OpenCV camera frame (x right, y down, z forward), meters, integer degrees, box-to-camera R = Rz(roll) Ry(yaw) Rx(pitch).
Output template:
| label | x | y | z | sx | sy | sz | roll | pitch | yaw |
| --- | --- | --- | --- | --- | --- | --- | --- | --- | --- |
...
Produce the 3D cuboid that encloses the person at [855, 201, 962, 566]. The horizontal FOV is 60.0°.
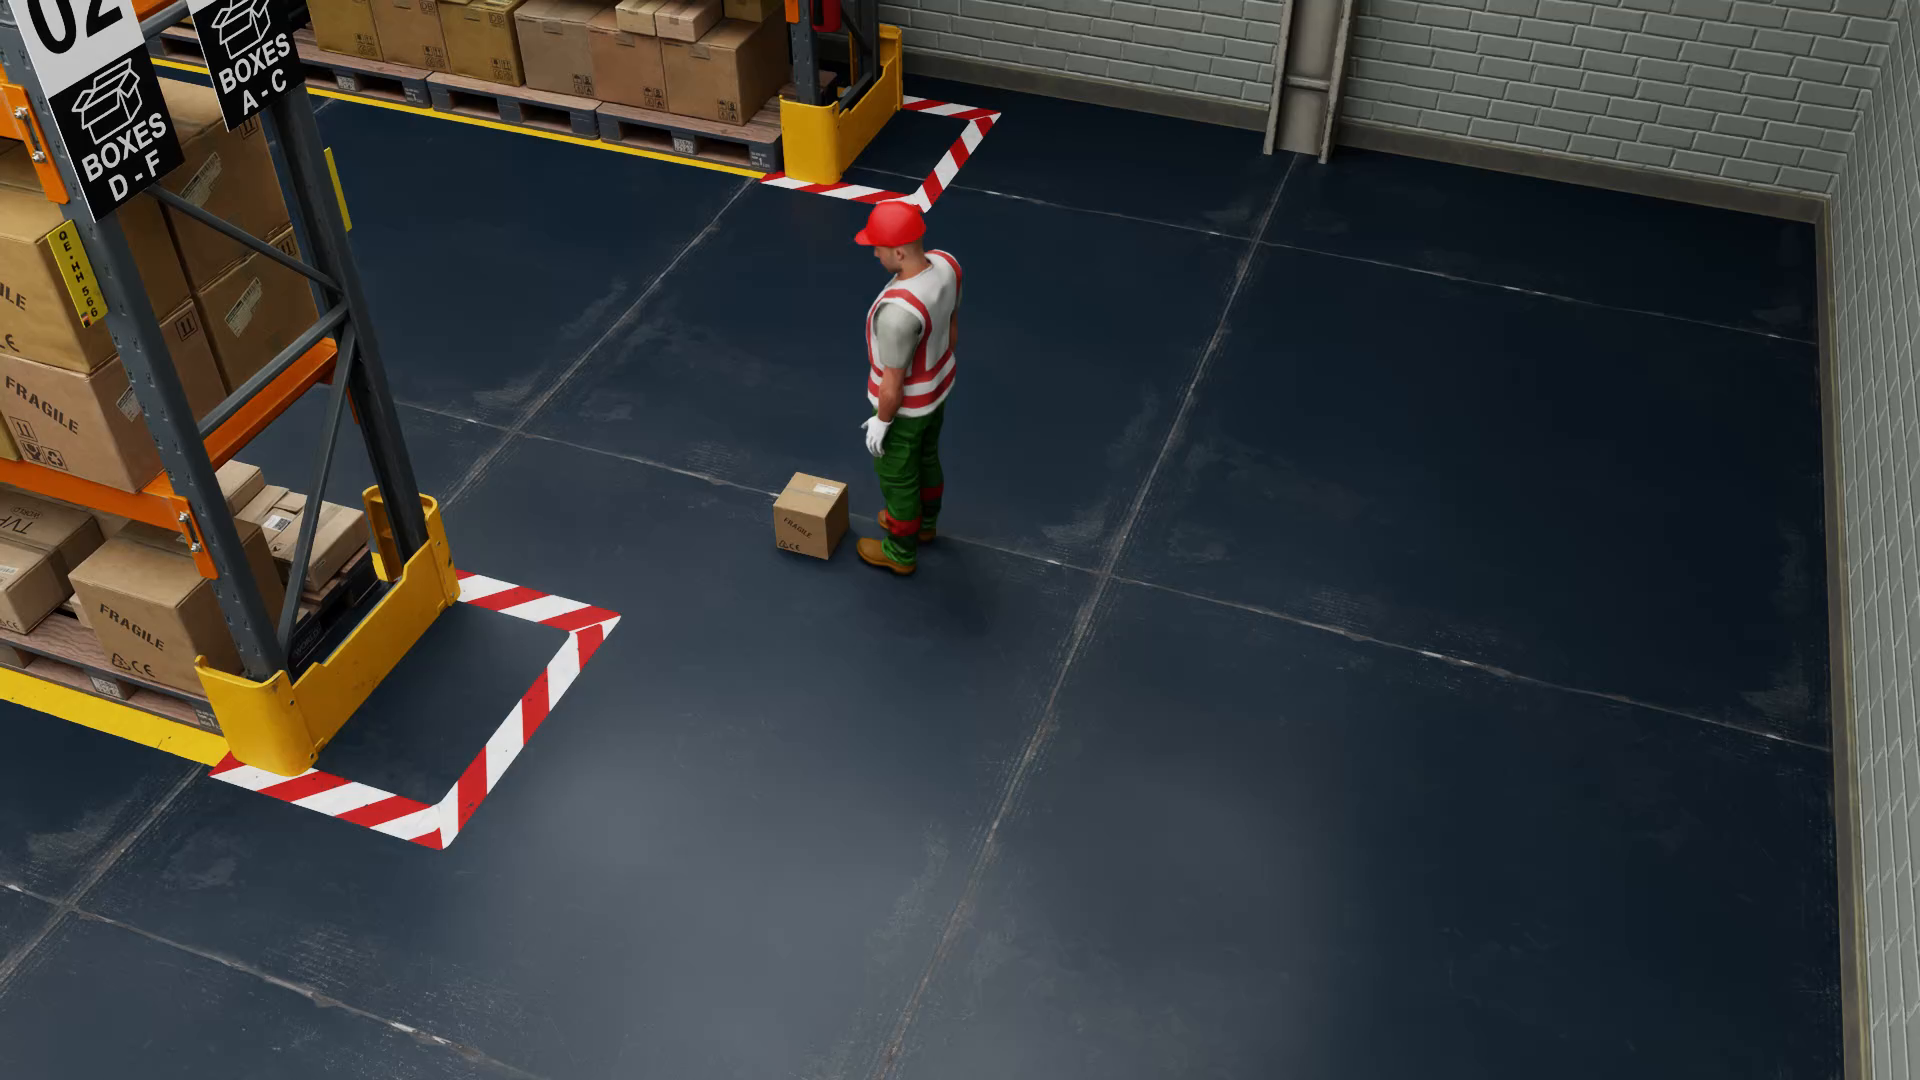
| label | x | y | z | sx | sy | sz | roll | pitch | yaw |
| --- | --- | --- | --- | --- | --- | --- | --- | --- | --- |
| person | -0.215 | -0.607 | 6.766 | 0.358 | 1.732 | 0.539 | 17 | 44 | 19 |
